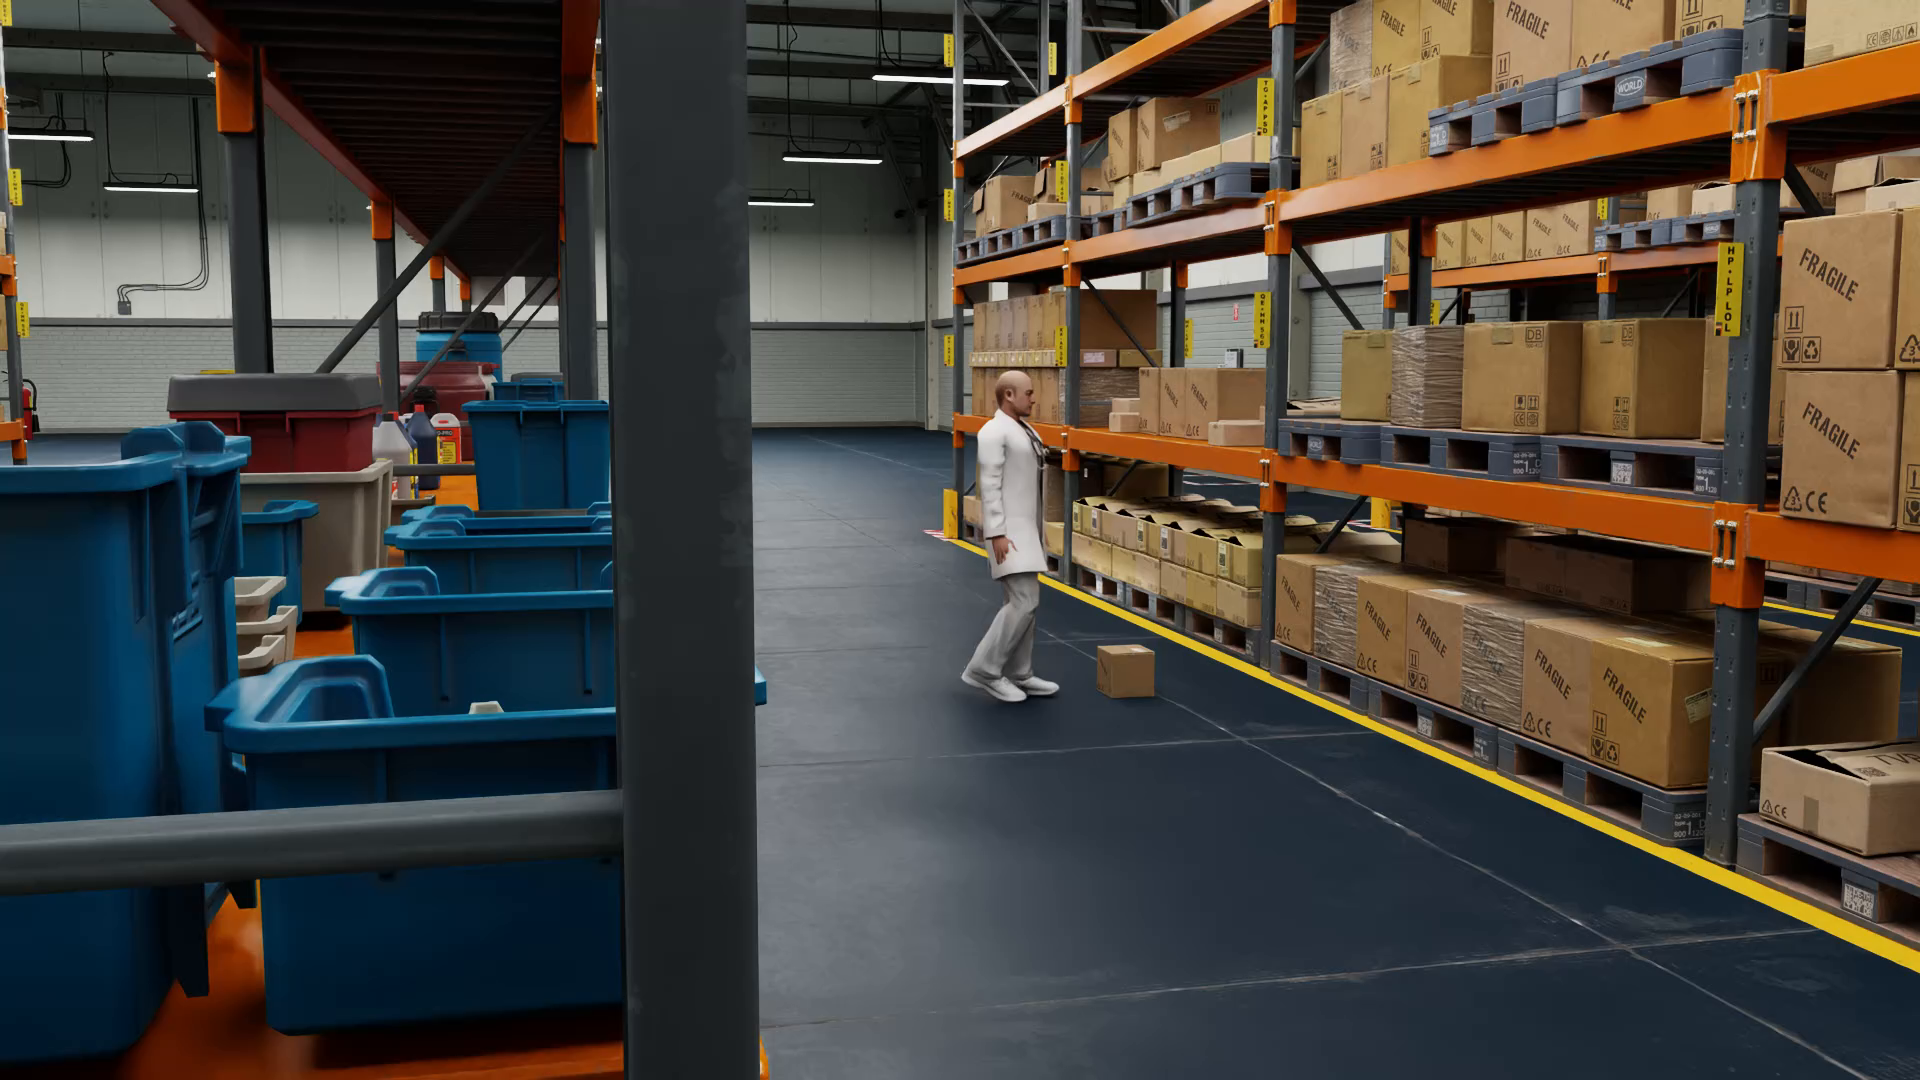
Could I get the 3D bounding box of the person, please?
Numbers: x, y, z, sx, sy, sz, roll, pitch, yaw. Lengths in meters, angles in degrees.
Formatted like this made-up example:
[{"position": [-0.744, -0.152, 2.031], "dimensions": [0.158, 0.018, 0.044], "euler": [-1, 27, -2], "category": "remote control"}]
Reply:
[{"position": [0.302, -0.030, 9.073], "dimensions": [0.482, 1.778, 0.613], "euler": [2, 6, 20], "category": "person"}]
